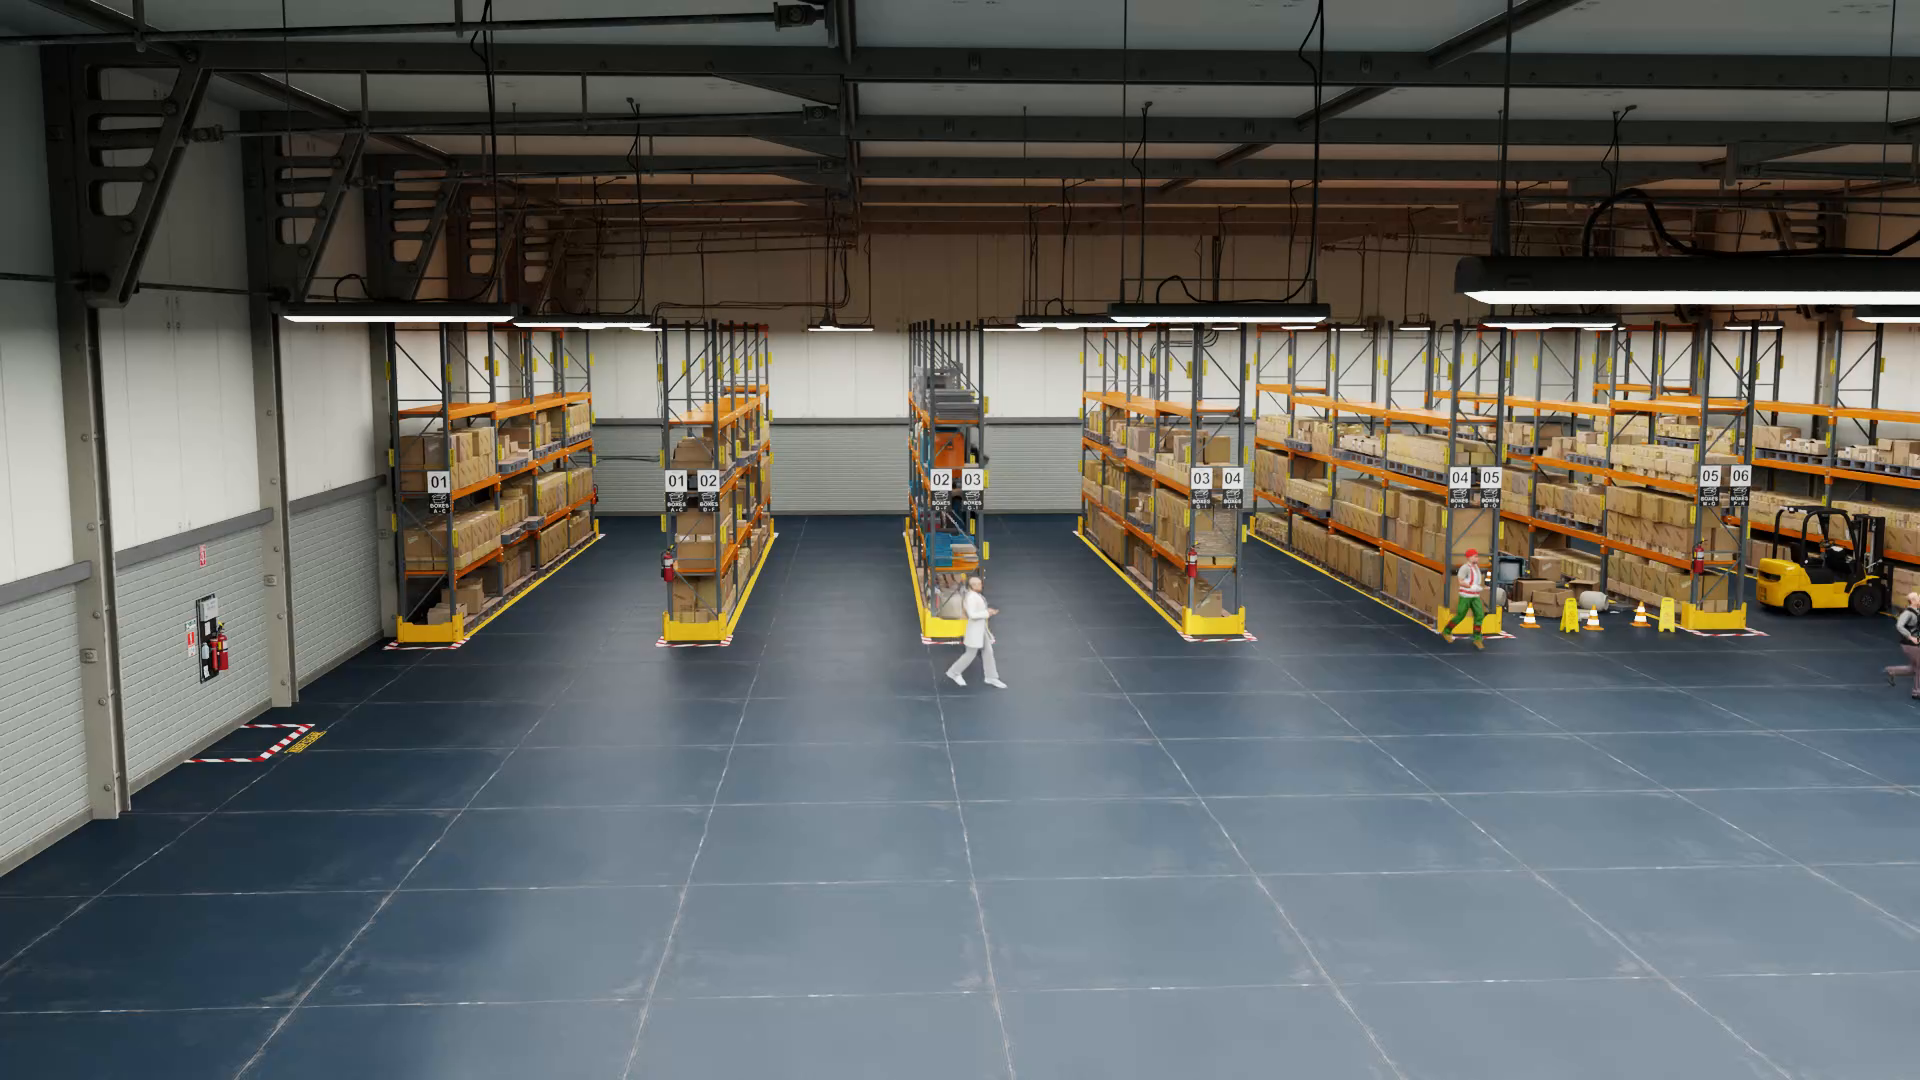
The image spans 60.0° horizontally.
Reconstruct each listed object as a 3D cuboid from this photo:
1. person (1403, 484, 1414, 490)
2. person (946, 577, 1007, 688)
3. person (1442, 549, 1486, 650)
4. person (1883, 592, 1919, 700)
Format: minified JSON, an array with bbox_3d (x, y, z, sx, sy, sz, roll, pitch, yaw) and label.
[{"bbox_3d":[13.455,-1.194,49.527,0.585,1.662,0.625,1,7,10],"label":"person"},{"bbox_3d":[0.260,1.497,26.898,0.981,1.804,0.698,2,7,17],"label":"person"},{"bbox_3d":[9.347,1.071,30.564,0.697,1.844,0.877,-5,9,-38],"label":"person"},{"bbox_3d":[14.976,1.667,26.223,0.748,1.701,0.655,6,10,42],"label":"person"}]
